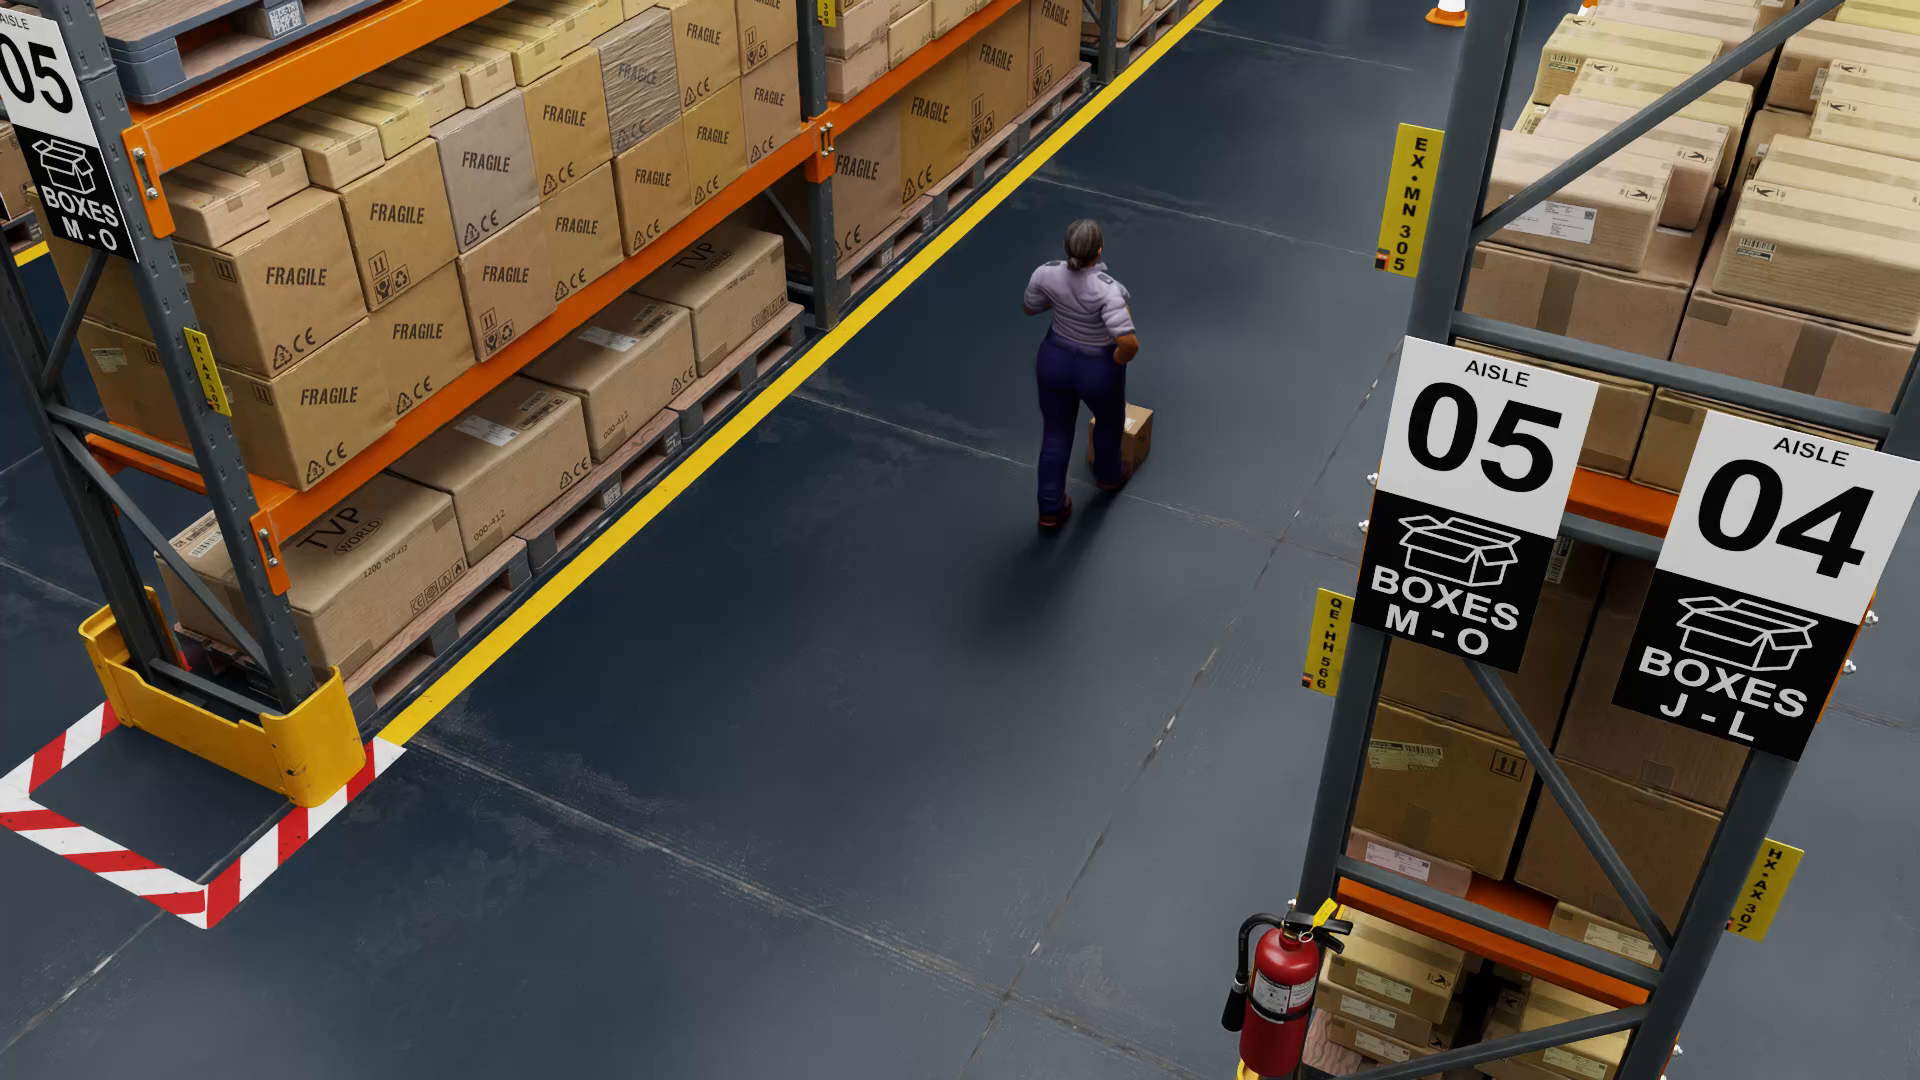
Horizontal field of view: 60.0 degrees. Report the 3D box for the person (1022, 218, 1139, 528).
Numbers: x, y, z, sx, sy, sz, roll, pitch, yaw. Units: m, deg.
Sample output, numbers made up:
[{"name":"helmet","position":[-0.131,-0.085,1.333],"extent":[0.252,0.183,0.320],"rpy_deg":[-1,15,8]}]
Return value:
[{"name":"person","position":[0.618,-0.845,7.806],"extent":[0.636,1.628,0.729],"rpy_deg":[16,41,19]}]
